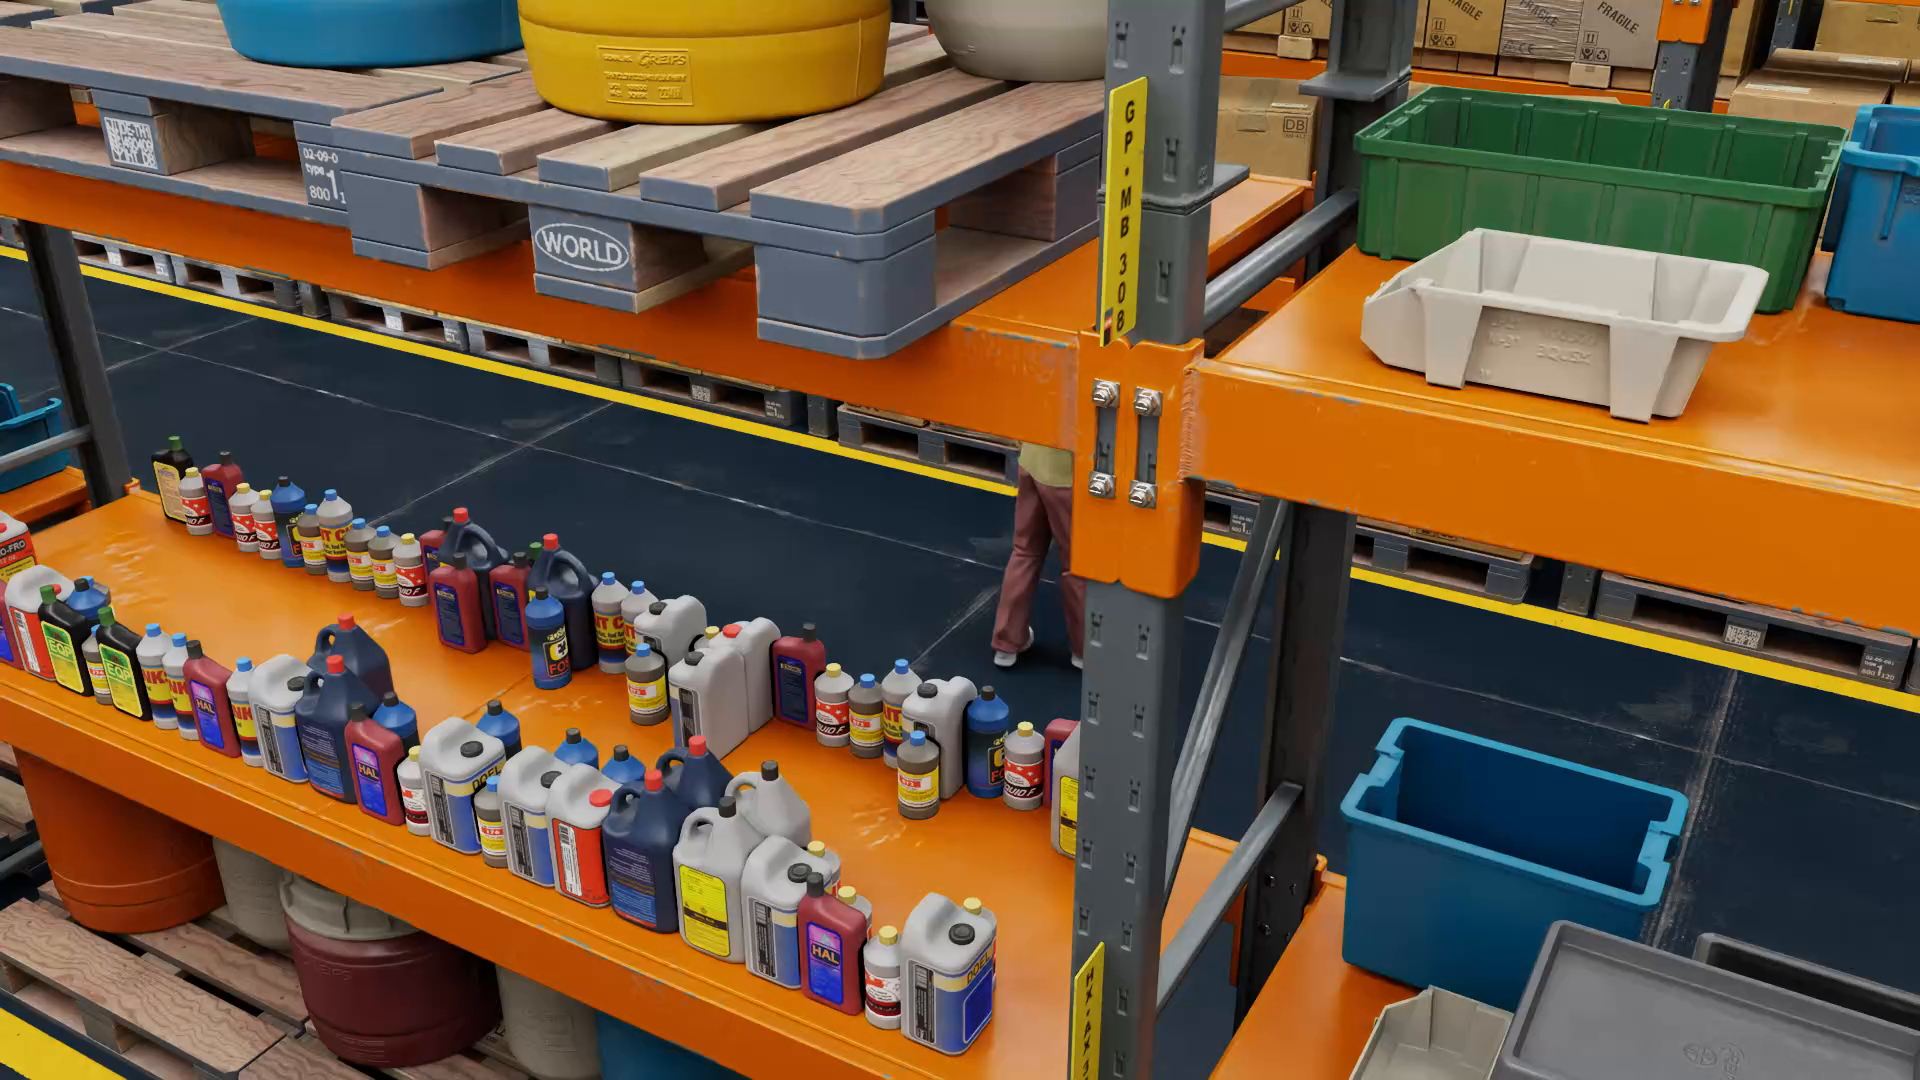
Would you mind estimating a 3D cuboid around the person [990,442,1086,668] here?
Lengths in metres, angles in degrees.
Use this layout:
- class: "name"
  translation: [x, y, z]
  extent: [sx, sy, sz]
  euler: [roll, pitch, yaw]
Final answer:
- class: "person"
  translation: [0.432, -0.246, 6.604]
  extent: [0.606, 1.667, 0.544]
  euler: [-12, 29, -23]
